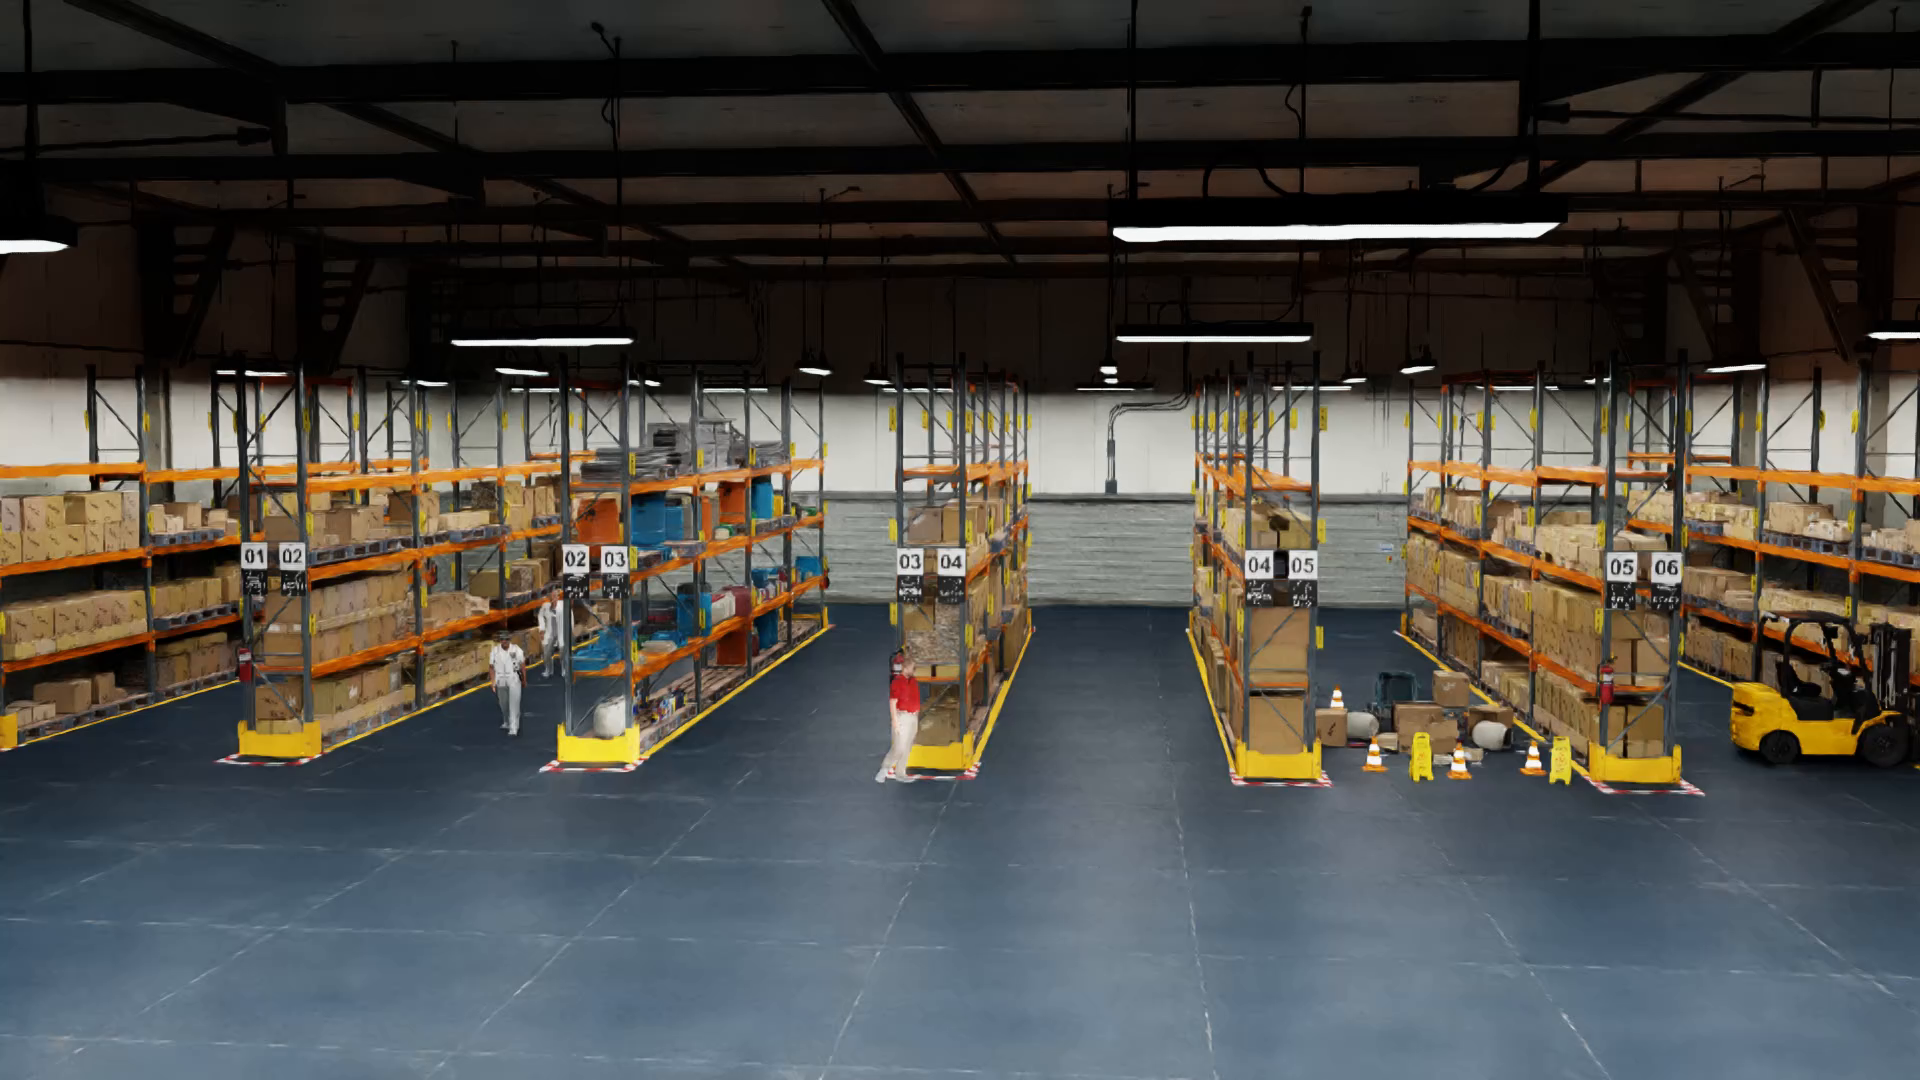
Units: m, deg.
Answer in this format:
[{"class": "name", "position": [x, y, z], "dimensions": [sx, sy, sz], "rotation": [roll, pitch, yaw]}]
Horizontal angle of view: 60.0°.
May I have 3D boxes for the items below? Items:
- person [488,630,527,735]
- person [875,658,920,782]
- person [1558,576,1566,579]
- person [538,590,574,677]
[{"class": "person", "position": [-7.247, 2.249, 26.610], "dimensions": [0.562, 1.684, 1.100], "rotation": [0, 4, -4]}, {"class": "person", "position": [-0.836, 2.497, 23.013], "dimensions": [0.500, 1.718, 0.712], "rotation": [3, 5, 37]}, {"class": "person", "position": [15.130, 1.200, 41.791], "dimensions": [0.429, 1.651, 0.619], "rotation": [-2, 5, -27]}, {"class": "person", "position": [-7.918, 1.826, 32.599], "dimensions": [0.724, 1.733, 0.546], "rotation": [0, 4, 4]}]
